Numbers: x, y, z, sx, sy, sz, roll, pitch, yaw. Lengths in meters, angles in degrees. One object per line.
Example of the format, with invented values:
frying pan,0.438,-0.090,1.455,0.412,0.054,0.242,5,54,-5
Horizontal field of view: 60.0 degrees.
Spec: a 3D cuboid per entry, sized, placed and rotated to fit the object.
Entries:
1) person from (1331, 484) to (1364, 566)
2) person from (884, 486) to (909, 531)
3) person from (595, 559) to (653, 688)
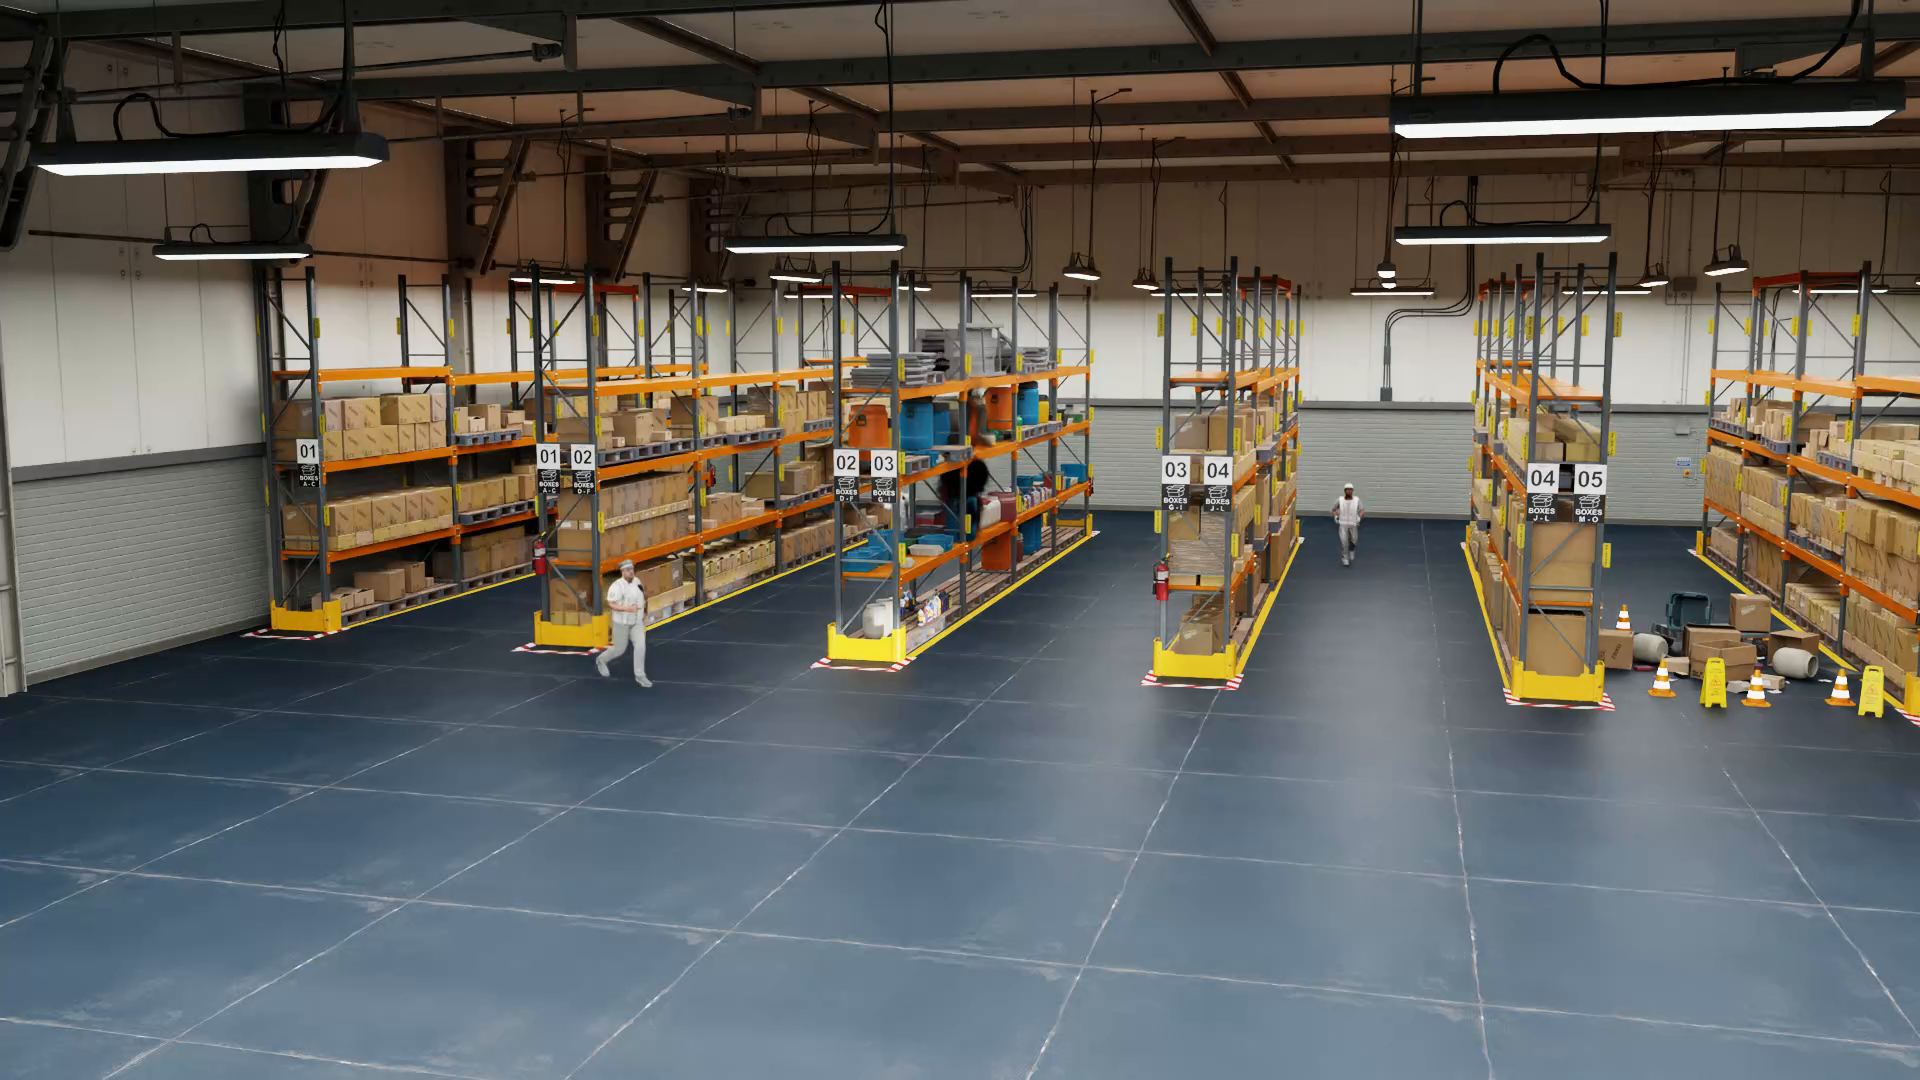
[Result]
person,8.229,-0.335,35.324,0.682,1.734,0.634,1,7,10
person,-1.351,-0.490,36.675,0.628,1.675,0.824,0,7,4
person,-4.726,1.153,23.525,0.969,1.796,0.672,6,10,41
